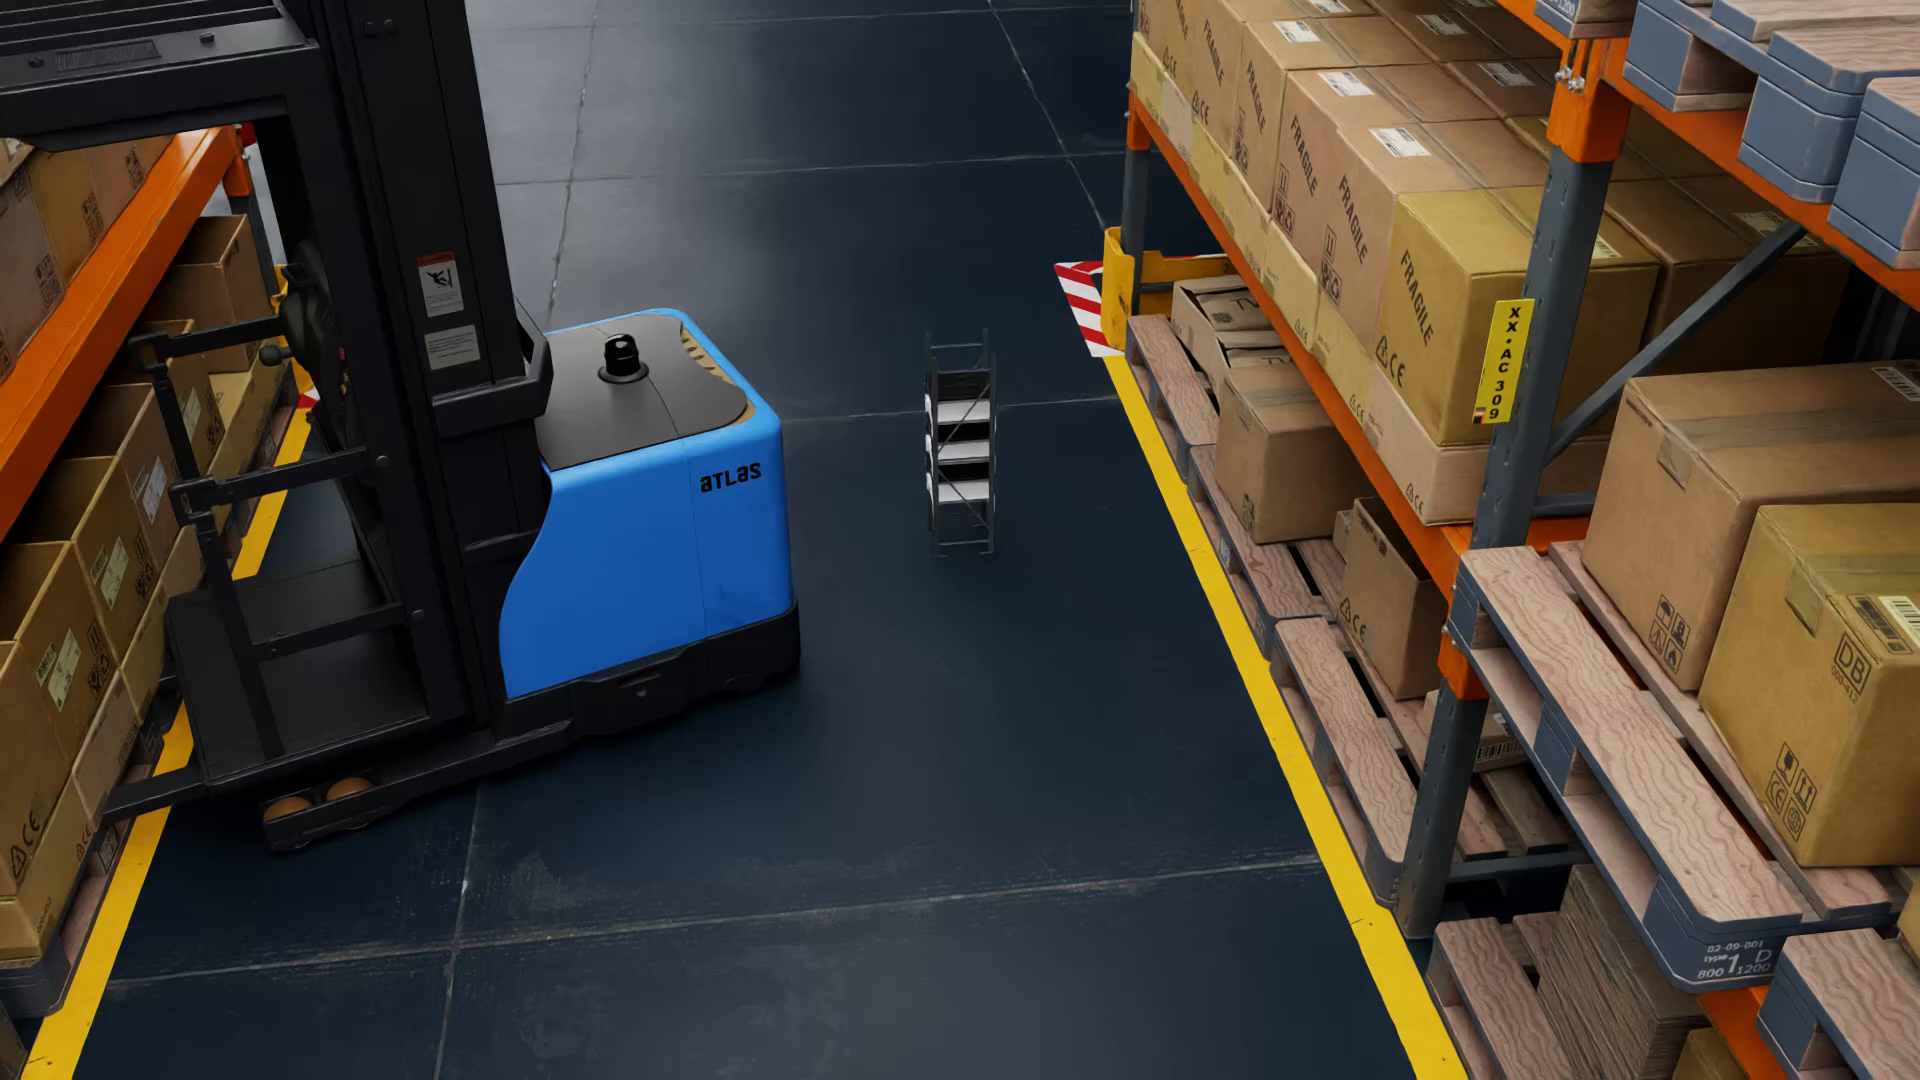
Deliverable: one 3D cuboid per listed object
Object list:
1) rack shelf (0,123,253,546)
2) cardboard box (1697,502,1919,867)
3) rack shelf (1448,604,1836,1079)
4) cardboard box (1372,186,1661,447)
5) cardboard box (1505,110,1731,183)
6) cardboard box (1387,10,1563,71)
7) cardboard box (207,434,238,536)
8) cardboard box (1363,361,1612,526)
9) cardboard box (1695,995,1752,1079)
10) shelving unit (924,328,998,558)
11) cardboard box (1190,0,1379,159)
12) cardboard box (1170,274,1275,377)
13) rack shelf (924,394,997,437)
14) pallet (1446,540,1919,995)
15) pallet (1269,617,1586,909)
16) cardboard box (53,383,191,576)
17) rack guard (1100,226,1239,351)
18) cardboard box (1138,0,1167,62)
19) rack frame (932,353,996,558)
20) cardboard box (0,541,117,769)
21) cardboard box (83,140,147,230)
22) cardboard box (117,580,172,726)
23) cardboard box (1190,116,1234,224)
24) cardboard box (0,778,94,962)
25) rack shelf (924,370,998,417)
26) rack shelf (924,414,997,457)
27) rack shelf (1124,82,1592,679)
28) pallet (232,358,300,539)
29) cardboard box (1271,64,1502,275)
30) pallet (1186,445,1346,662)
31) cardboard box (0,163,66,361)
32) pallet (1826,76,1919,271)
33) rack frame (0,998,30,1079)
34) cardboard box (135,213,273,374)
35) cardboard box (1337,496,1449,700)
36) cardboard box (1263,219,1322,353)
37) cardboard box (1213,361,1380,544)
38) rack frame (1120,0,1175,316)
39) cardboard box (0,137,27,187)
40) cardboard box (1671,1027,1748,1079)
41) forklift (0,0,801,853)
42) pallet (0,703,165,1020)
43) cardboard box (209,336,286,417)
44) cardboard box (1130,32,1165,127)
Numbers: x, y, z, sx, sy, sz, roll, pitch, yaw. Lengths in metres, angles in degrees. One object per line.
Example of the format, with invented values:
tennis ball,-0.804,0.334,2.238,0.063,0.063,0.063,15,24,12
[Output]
rack shelf,-3.353,-0.548,5.530,1.077,0.370,4.000,-4,35,-6
cardboard box,1.927,0.269,3.212,0.700,0.500,0.500,-1,34,-1
rack shelf,2.093,1.306,2.808,1.077,0.370,4.000,-4,35,-6
cardboard box,1.454,-0.603,4.421,0.500,0.500,0.500,-4,35,-6
cardboard box,1.902,-0.930,4.901,0.500,0.500,0.500,-5,35,-7
cardboard box,1.759,-1.497,5.733,0.500,0.500,0.500,-4,34,-6
cardboard box,-3.109,-0.165,6.398,0.500,0.250,0.500,-4,35,-6
cardboard box,1.460,-0.295,4.634,0.500,0.250,0.500,-4,35,-6
cardboard box,2.002,1.089,3.651,0.500,0.250,0.500,-5,35,-7
shelving unit,0.001,-0.367,6.490,0.258,0.900,0.210,-4,35,-6
cardboard box,1.172,-1.741,6.090,0.500,0.500,0.500,-5,35,-8
cardboard box,1.290,-1.017,7.575,0.500,0.311,0.500,-8,35,-12
rack shelf,0.001,-0.489,6.407,0.258,0.077,0.200,-4,35,-6
pallet,1.782,0.410,3.655,1.003,0.211,1.213,-4,35,-6
pallet,1.698,0.673,5.575,1.003,0.211,1.213,-4,35,-6
cardboard box,-3.040,-0.196,5.777,0.500,0.500,0.500,-4,35,-6
rack guard,1.296,-1.264,8.160,1.175,0.500,0.348,-4,35,-6
cardboard box,1.052,-2.306,6.920,0.500,0.500,0.500,-4,35,-6
rack frame,0.015,-0.311,6.407,0.240,0.900,0.006,-4,35,-6
cardboard box,-2.911,0.362,4.958,0.500,0.500,0.500,-4,35,-6
cardboard box,-3.497,-1.449,6.124,0.700,0.500,0.500,-4,34,-5
cardboard box,-2.971,0.393,5.579,0.500,0.250,0.500,-4,35,-6
cardboard box,1.183,-1.416,6.279,0.500,0.250,0.500,-5,35,-7
cardboard box,-2.846,0.951,4.759,0.500,0.250,0.500,-4,35,-6
rack shelf,0.001,-0.563,6.357,0.258,0.077,0.200,-4,35,-6
rack shelf,0.001,-0.414,6.458,0.258,0.077,0.200,-4,35,-6
rack shelf,1.555,-0.926,6.084,1.077,0.370,4.000,-4,35,-6
pallet,-3.478,-0.386,7.129,1.003,0.211,1.213,-4,35,-6
cardboard box,1.324,-1.163,5.243,0.500,0.500,0.500,-5,35,-8
pallet,1.531,-0.009,6.576,1.003,0.211,1.213,-4,35,-6
cardboard box,-3.361,-0.878,5.286,0.700,0.500,0.500,-3,34,-5
pallet,1.944,-0.338,2.085,1.213,0.211,1.003,-4,35,-6
rack frame,-3.084,0.270,3.690,1.000,3.000,0.127,-4,35,-6
cardboard box,-3.255,-1.032,7.004,0.500,0.500,0.500,-4,35,-6
cardboard box,1.645,0.168,5.669,0.500,0.500,0.500,-7,35,-10
cardboard box,1.318,-0.853,5.453,0.500,0.250,0.500,-5,35,-7
cardboard box,1.416,-0.364,6.449,0.700,0.500,0.500,-6,35,-9
rack frame,1.286,-2.339,7.519,1.000,3.000,0.127,-4,35,-6
cardboard box,-3.171,-1.207,5.193,0.380,0.149,0.250,-5,35,-7
cardboard box,2.059,1.438,3.805,0.700,0.500,0.500,-5,35,-7
forklift,-2.118,-0.565,4.977,3.031,2.935,1.130,-17,38,-23
pallet,-3.150,0.976,5.131,1.003,0.211,1.213,-4,35,-6
cardboard box,-3.257,-0.722,7.215,0.500,0.250,0.500,-4,35,-6
cardboard box,1.037,-1.989,7.120,0.500,0.250,0.500,-5,35,-8
